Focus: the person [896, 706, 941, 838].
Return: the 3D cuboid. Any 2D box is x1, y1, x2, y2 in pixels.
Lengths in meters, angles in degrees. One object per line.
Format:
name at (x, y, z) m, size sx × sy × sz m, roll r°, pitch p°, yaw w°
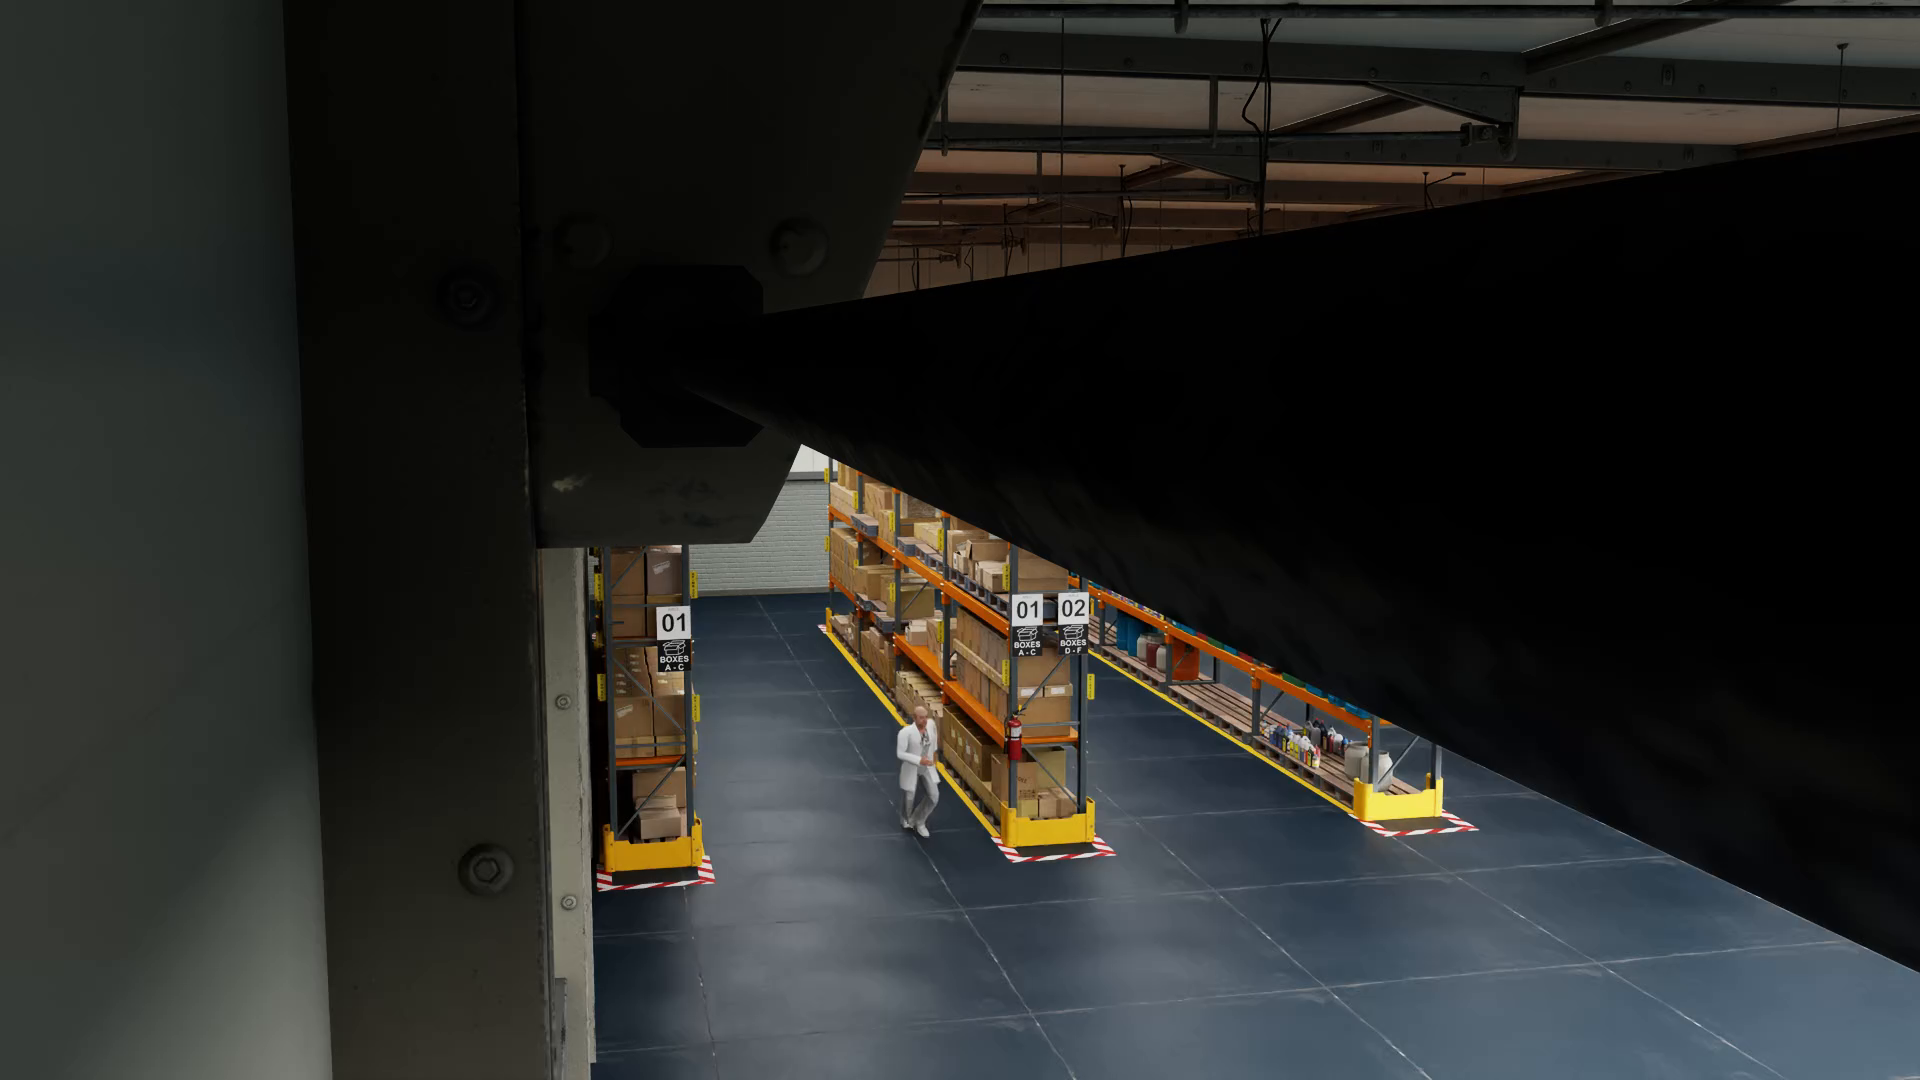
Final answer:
person at (-0.563, 2.950, 21.378) m, size 0.682 × 1.747 × 0.853 m, roll -3°, pitch 7°, yaw -23°
